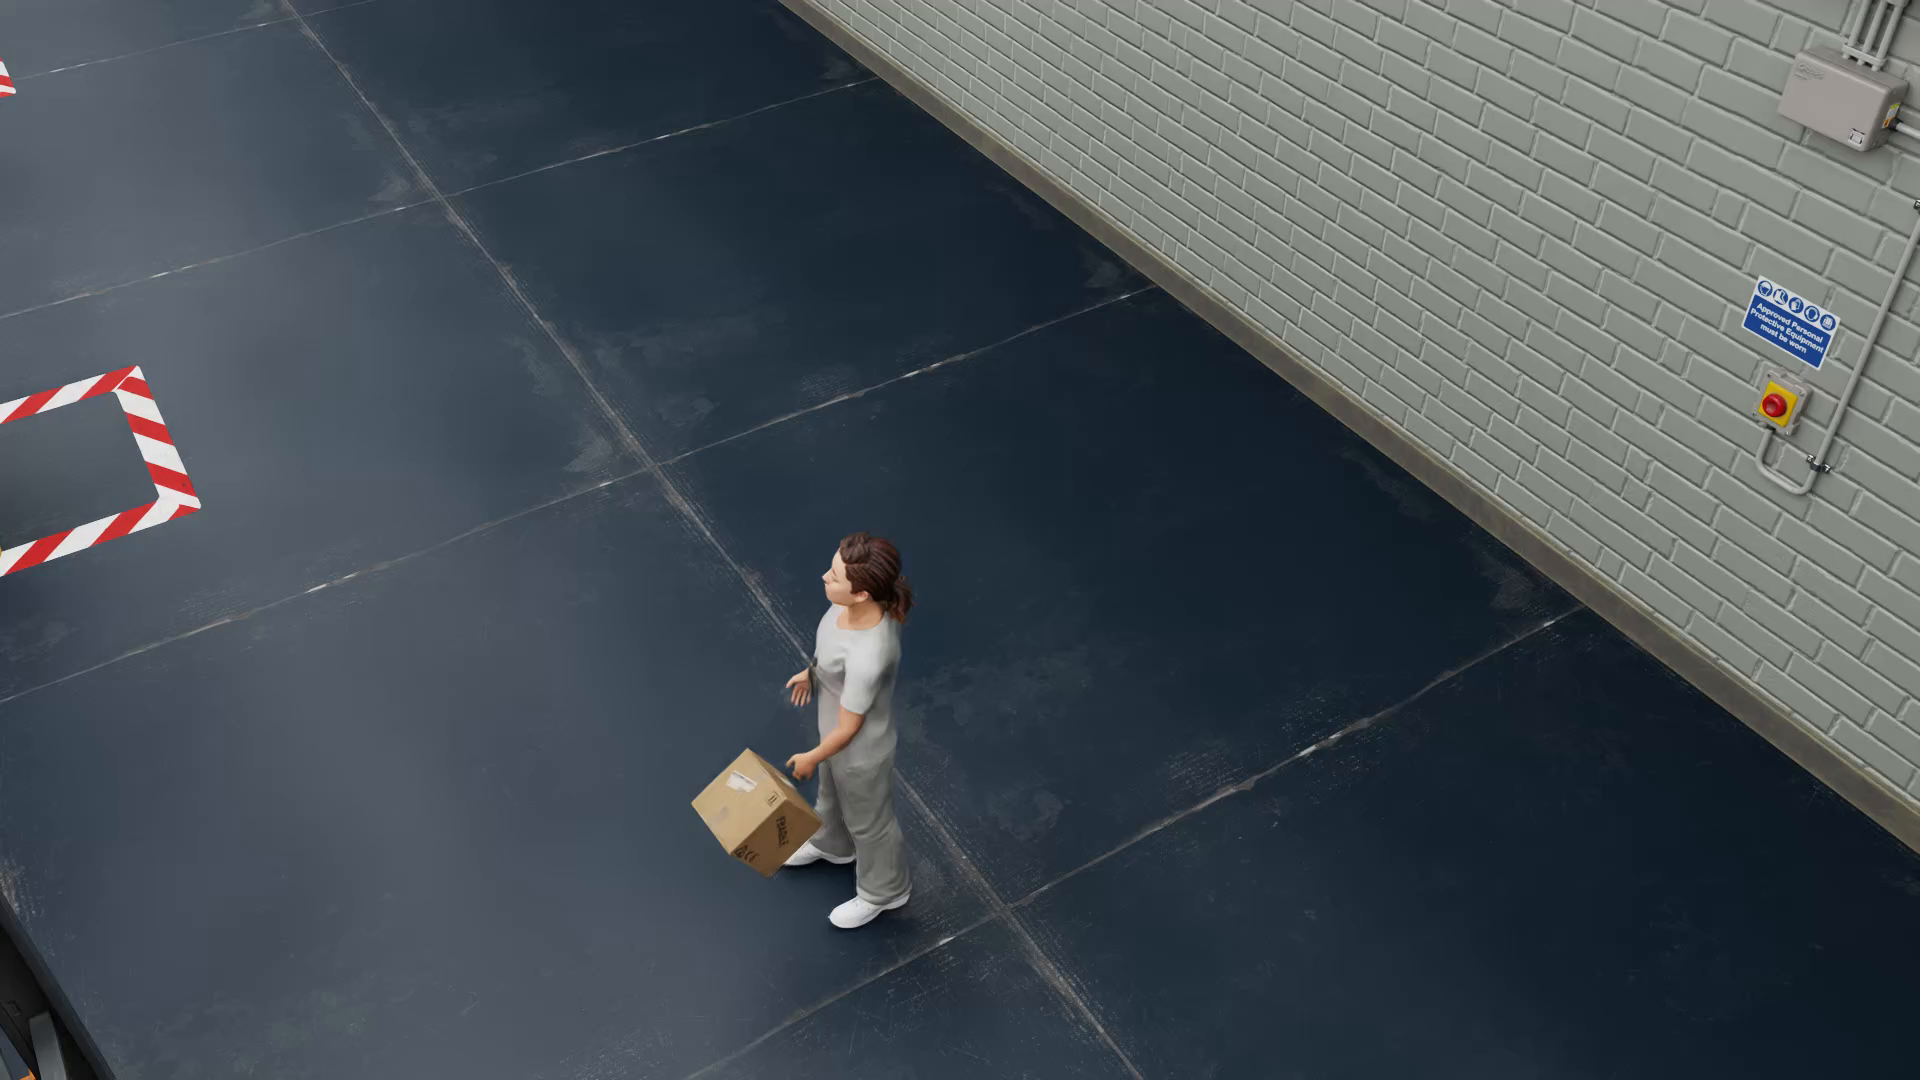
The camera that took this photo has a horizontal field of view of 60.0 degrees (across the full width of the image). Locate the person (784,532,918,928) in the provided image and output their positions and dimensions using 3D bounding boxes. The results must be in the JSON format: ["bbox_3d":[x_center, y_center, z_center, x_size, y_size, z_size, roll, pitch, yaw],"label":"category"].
[{"bbox_3d":[-0.401,0.633,5.421,0.549,1.670,0.484,-2,41,-2],"label":"person"}]
